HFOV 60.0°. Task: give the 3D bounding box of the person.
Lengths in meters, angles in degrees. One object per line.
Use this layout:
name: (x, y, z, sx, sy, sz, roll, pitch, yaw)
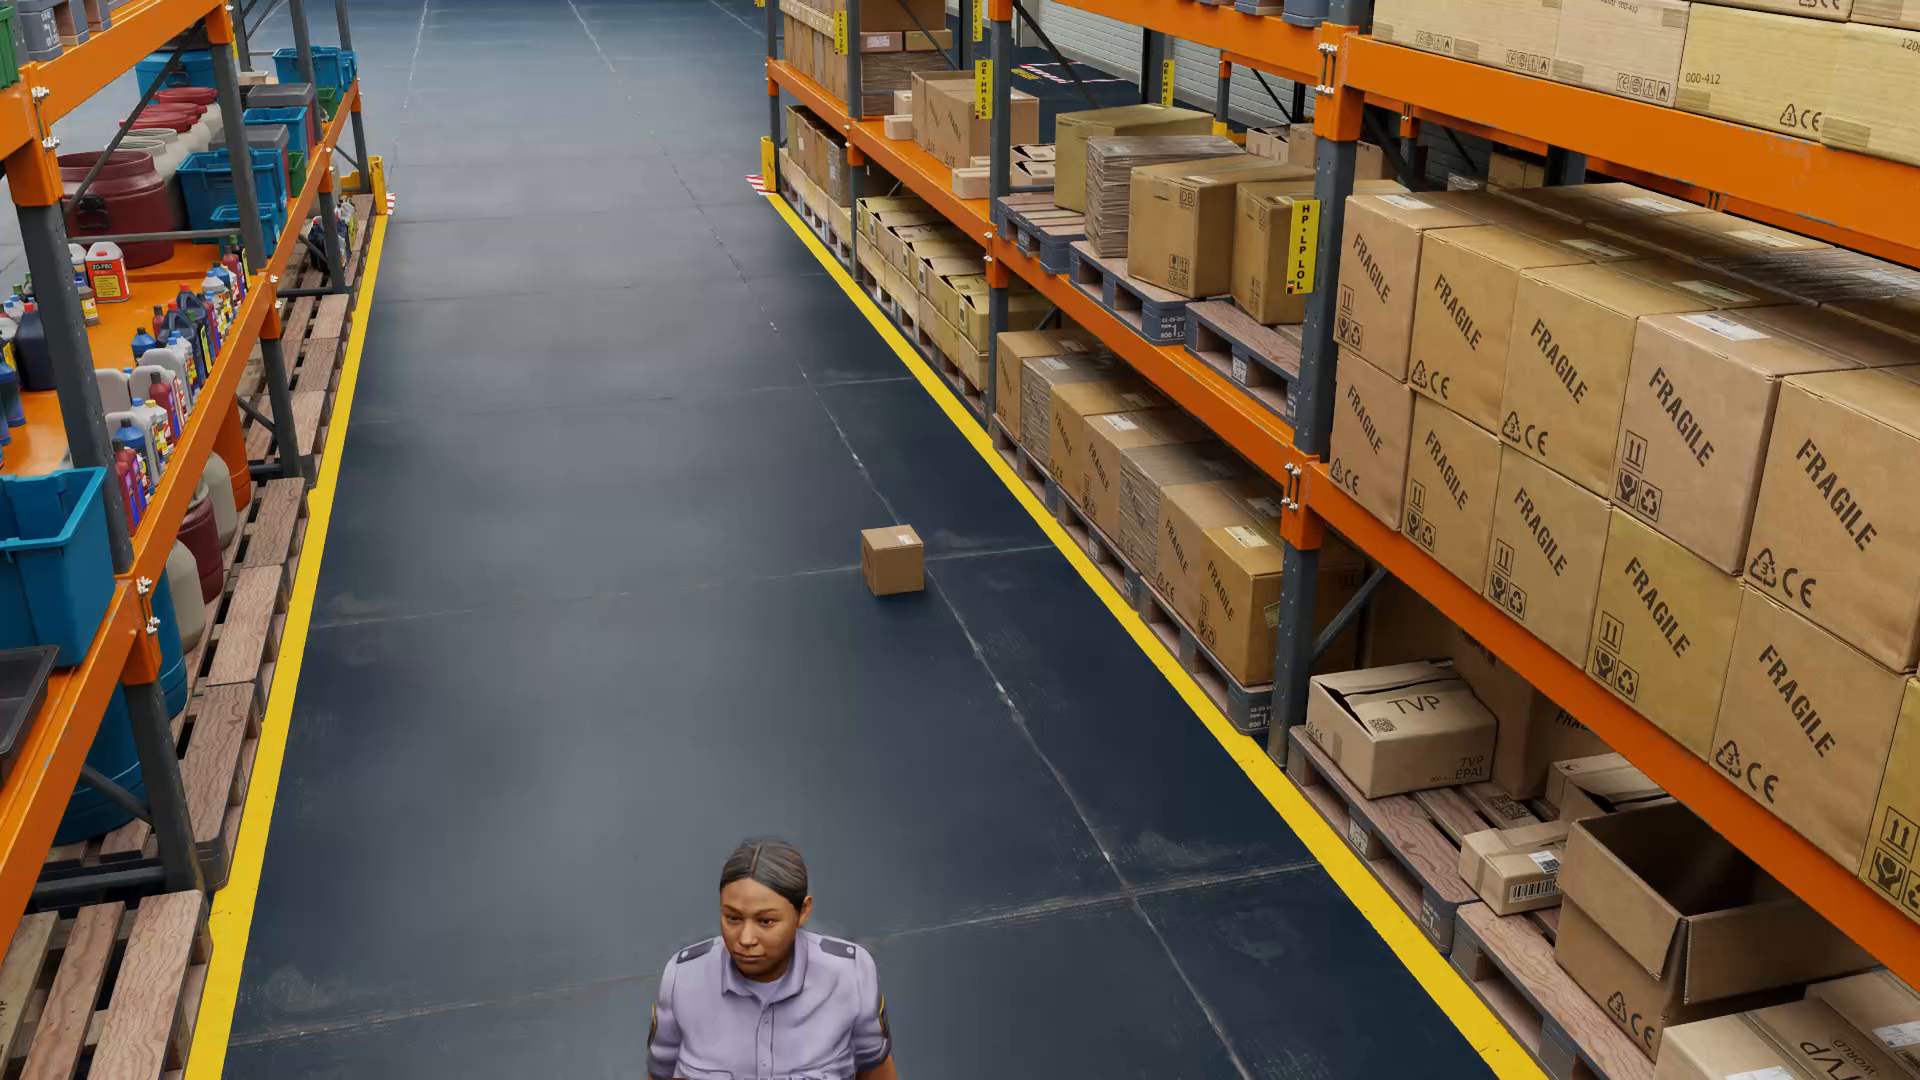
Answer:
person: (-0.376, 1.379, 3.385, 0.520, 1.696, 0.501, 1, 23, 3)
